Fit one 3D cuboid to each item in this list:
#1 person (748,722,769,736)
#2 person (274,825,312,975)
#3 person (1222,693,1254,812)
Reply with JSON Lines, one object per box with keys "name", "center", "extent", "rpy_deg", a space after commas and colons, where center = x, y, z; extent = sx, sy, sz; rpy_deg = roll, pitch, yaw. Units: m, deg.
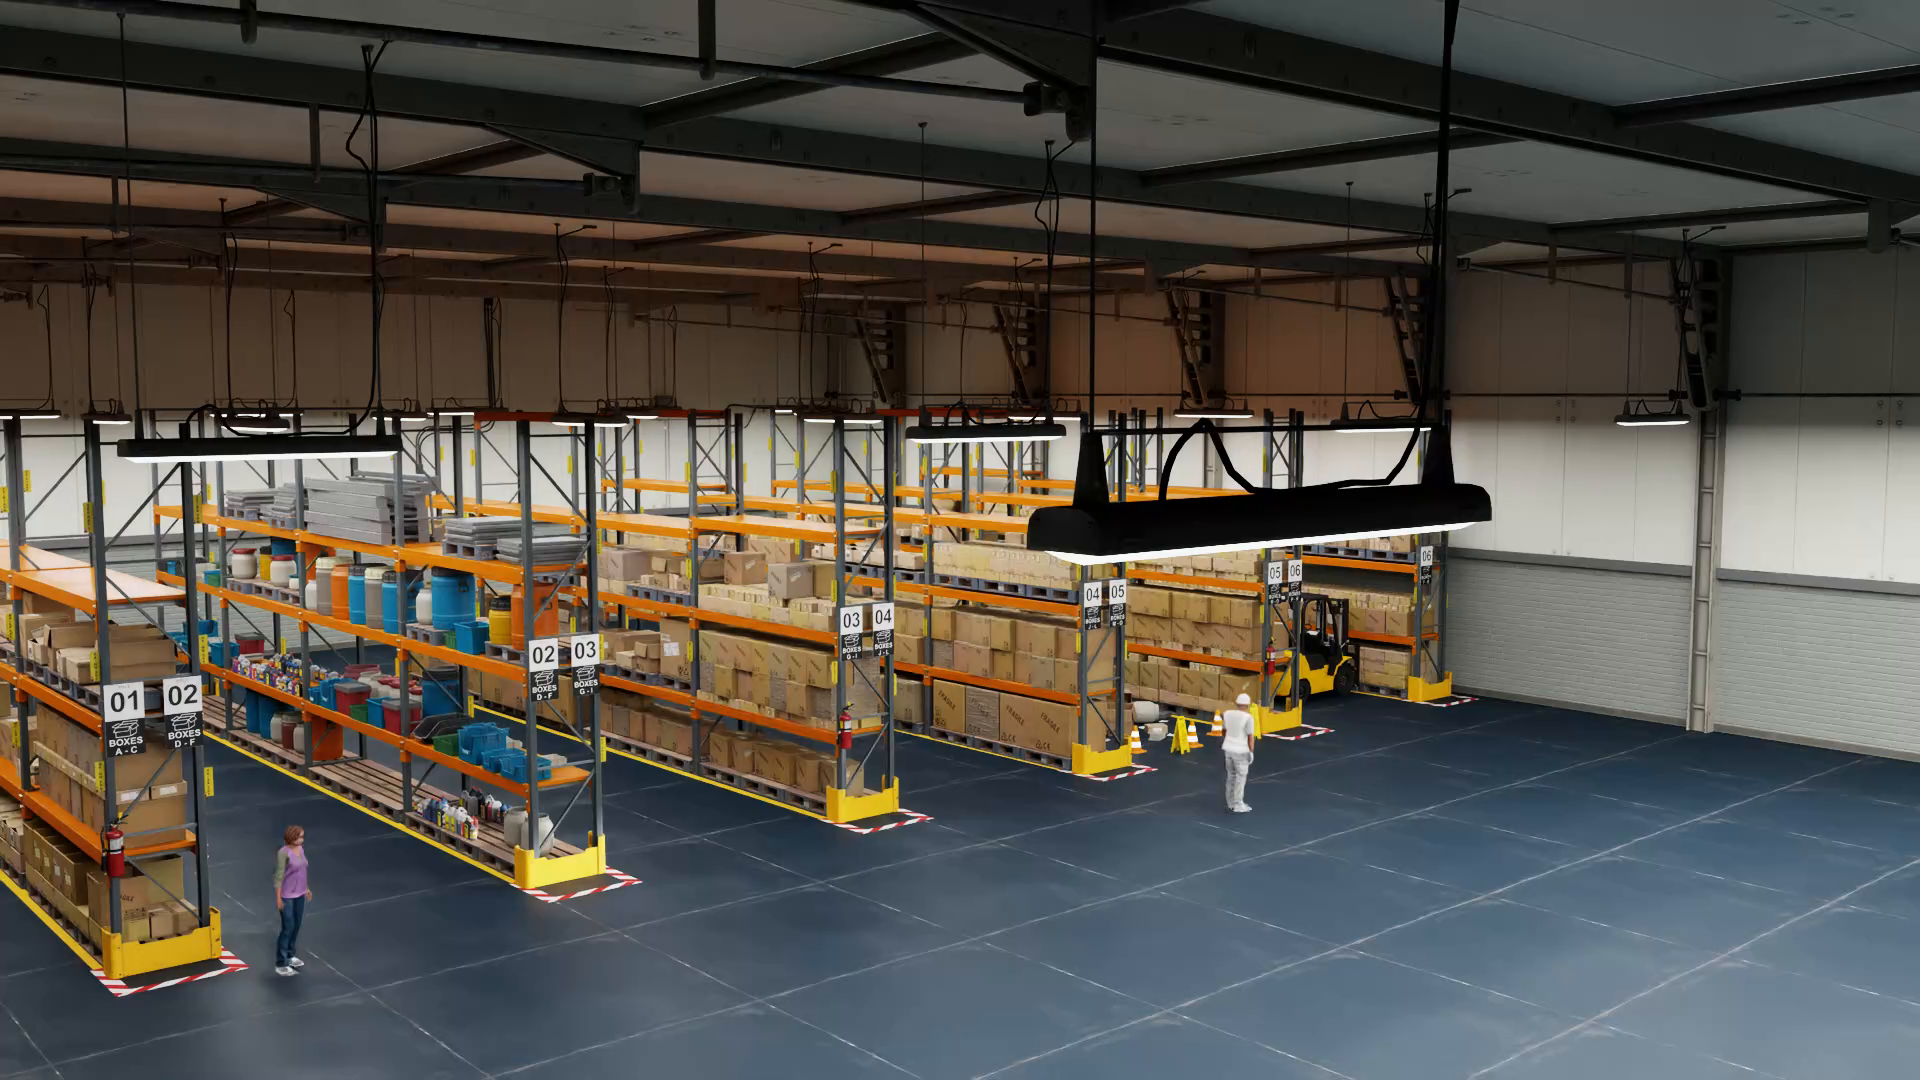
{"name": "person", "center": [-3.701, 2.838, 30.554], "extent": [0.560, 1.671, 0.646], "rpy_deg": [-2, 6, -26]}
{"name": "person", "center": [-7.378, 3.950, 18.335], "extent": [0.352, 1.623, 0.493], "rpy_deg": [1, 5, 9]}
{"name": "person", "center": [4.243, 3.224, 25.280], "extent": [0.438, 1.797, 0.580], "rpy_deg": [-4, 6, -39]}
